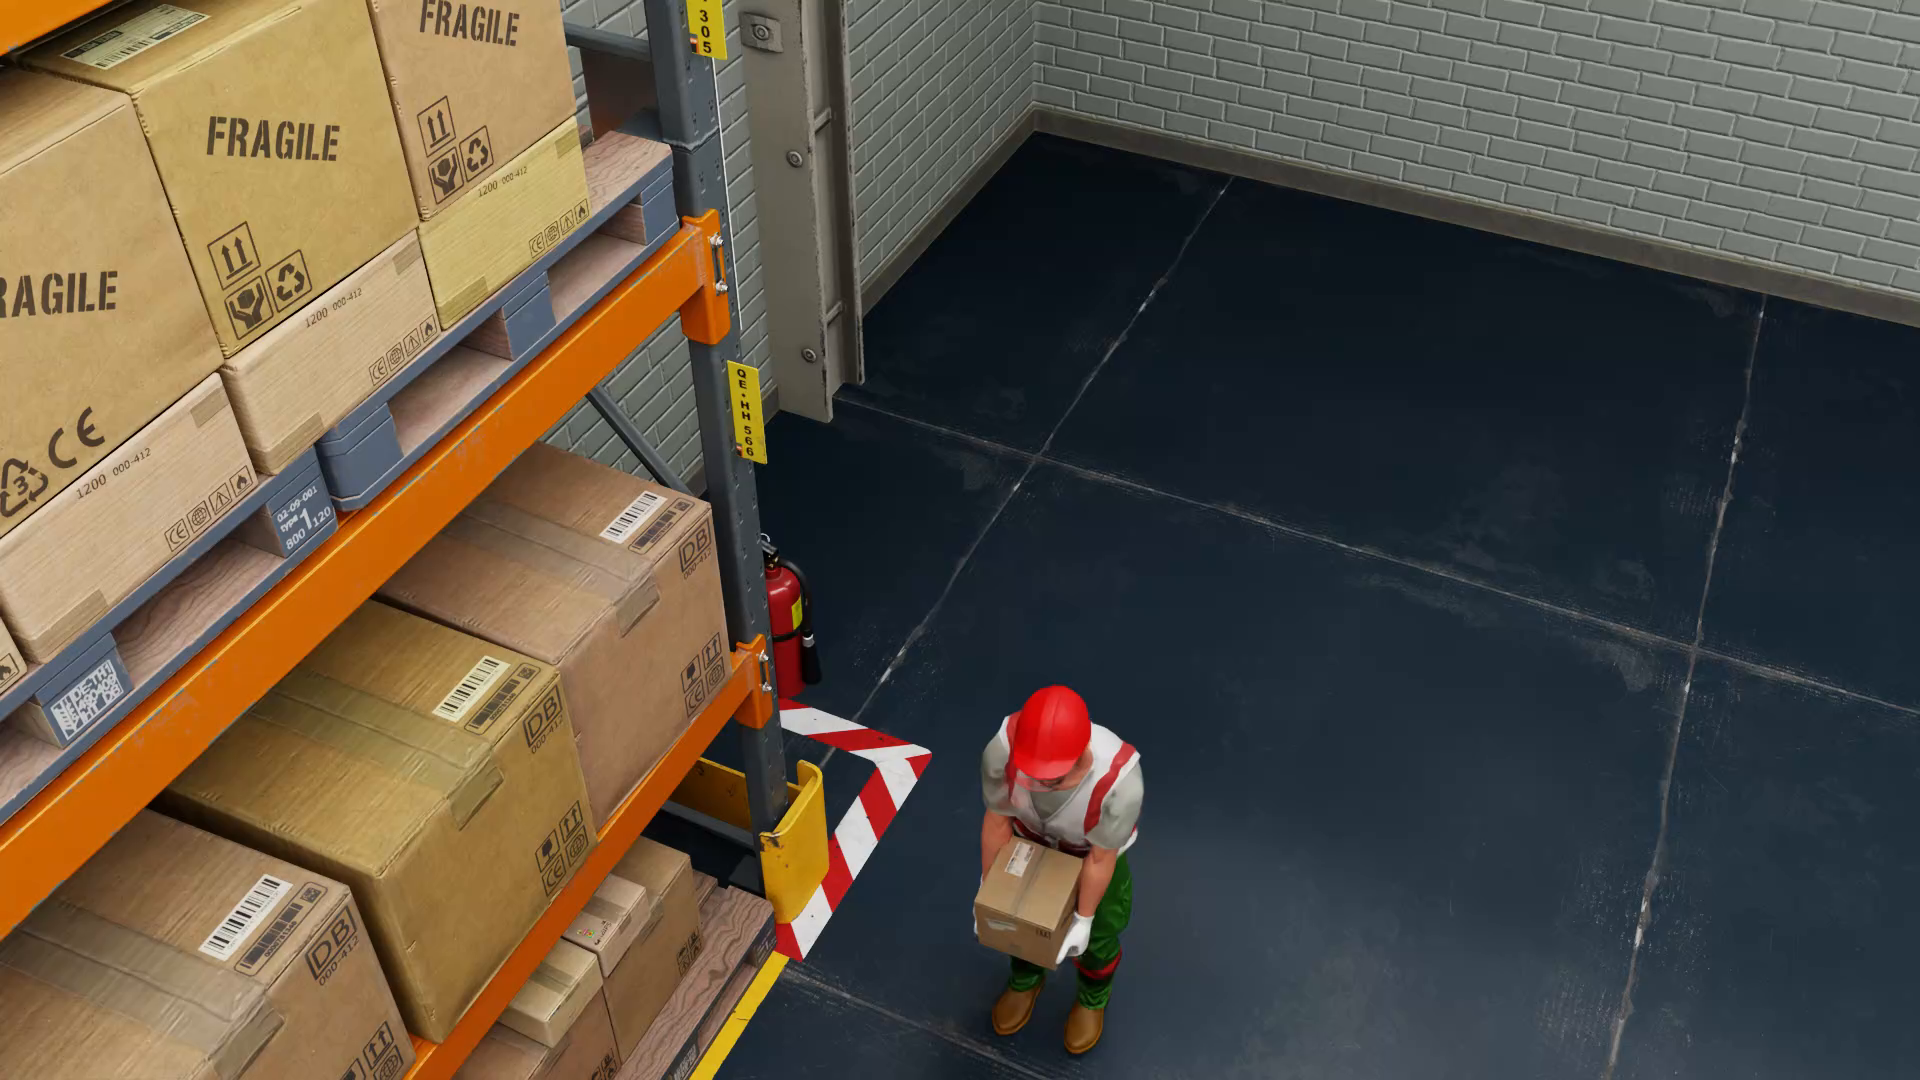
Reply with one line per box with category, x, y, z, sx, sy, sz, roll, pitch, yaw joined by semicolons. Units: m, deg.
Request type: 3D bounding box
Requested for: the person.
person;0.302;0.989;5.073;0.481;1.726;0.598;17;44;18
